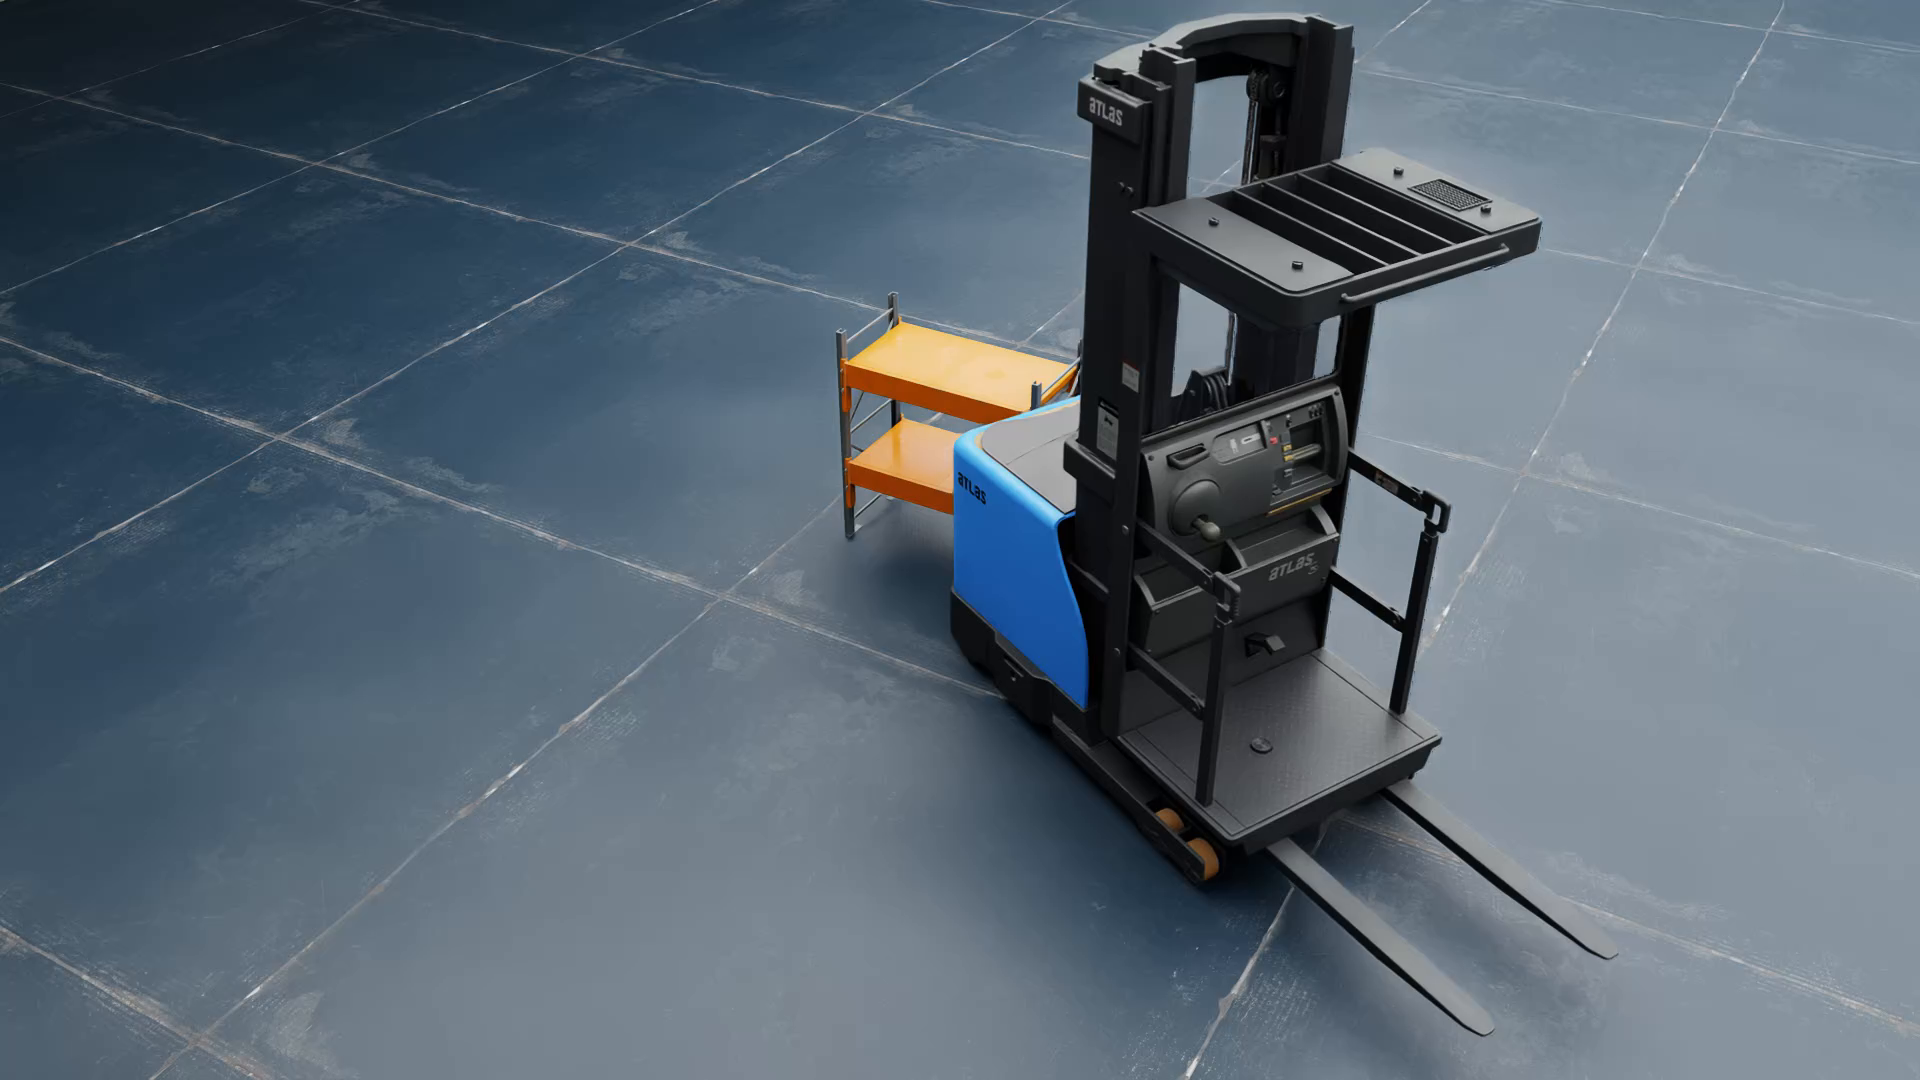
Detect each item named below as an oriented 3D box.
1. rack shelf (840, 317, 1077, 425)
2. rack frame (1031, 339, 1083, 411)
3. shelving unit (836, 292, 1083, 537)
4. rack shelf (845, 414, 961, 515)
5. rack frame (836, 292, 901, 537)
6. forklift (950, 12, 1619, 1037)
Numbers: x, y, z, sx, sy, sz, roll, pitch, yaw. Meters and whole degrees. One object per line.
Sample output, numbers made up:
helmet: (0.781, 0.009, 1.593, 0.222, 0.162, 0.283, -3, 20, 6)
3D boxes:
rack shelf: (0.006, -0.710, 7.773, 1.000, 0.278, 0.538, 18, 37, 24)
rack frame: (0.447, -0.327, 7.725, 0.032, 1.125, 0.500, 18, 37, 24)
shelving unit: (0.006, -0.466, 7.935, 1.048, 1.125, 0.538, 18, 37, 24)
rack shelf: (0.006, -0.263, 8.071, 1.000, 0.278, 0.538, 18, 37, 24)
rack frame: (-0.435, -0.606, 8.145, 0.032, 1.125, 0.500, 18, 37, 24)
forklift: (1.172, -0.223, 5.940, 1.130, 2.935, 3.031, -20, 38, -27)
